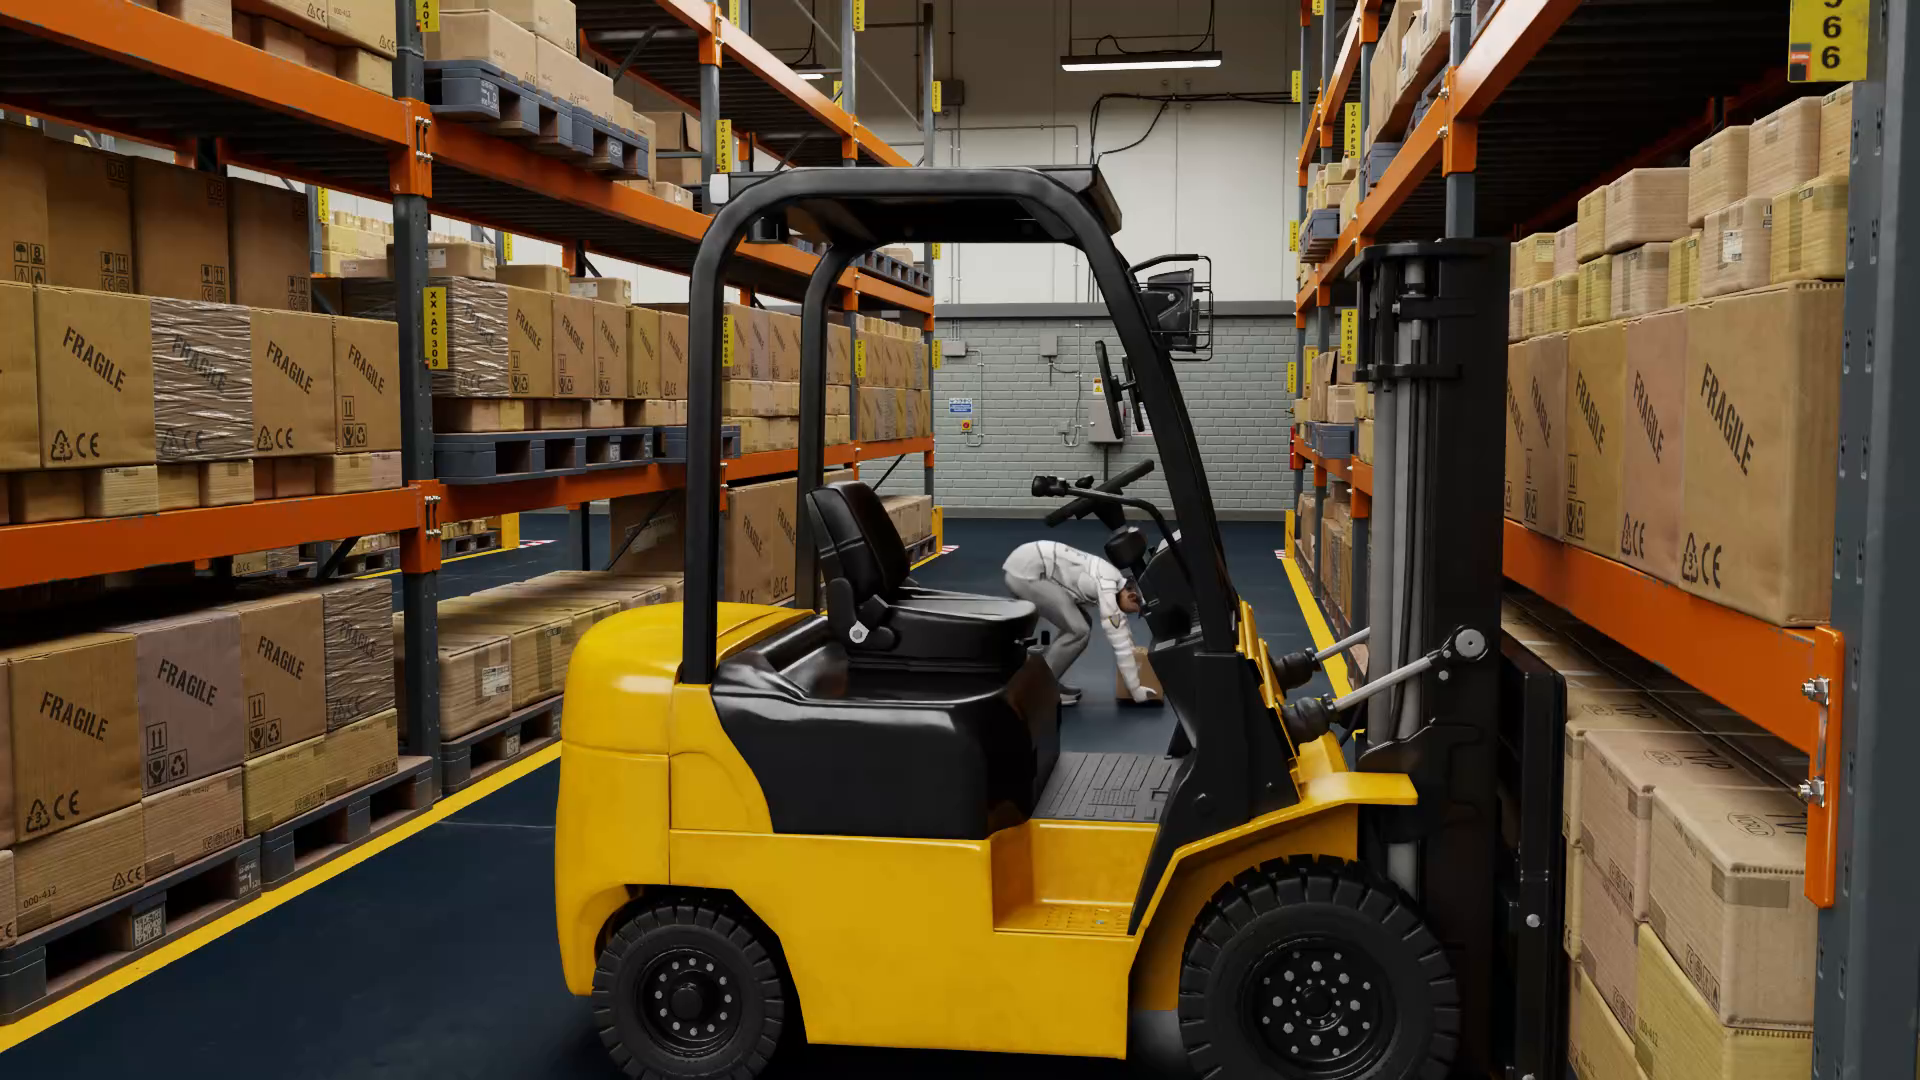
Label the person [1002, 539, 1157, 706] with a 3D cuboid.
[{"bbox_3d":[0.673,0.450,9.139,0.878,0.889,0.462,0,5,6],"label":"person"}]
